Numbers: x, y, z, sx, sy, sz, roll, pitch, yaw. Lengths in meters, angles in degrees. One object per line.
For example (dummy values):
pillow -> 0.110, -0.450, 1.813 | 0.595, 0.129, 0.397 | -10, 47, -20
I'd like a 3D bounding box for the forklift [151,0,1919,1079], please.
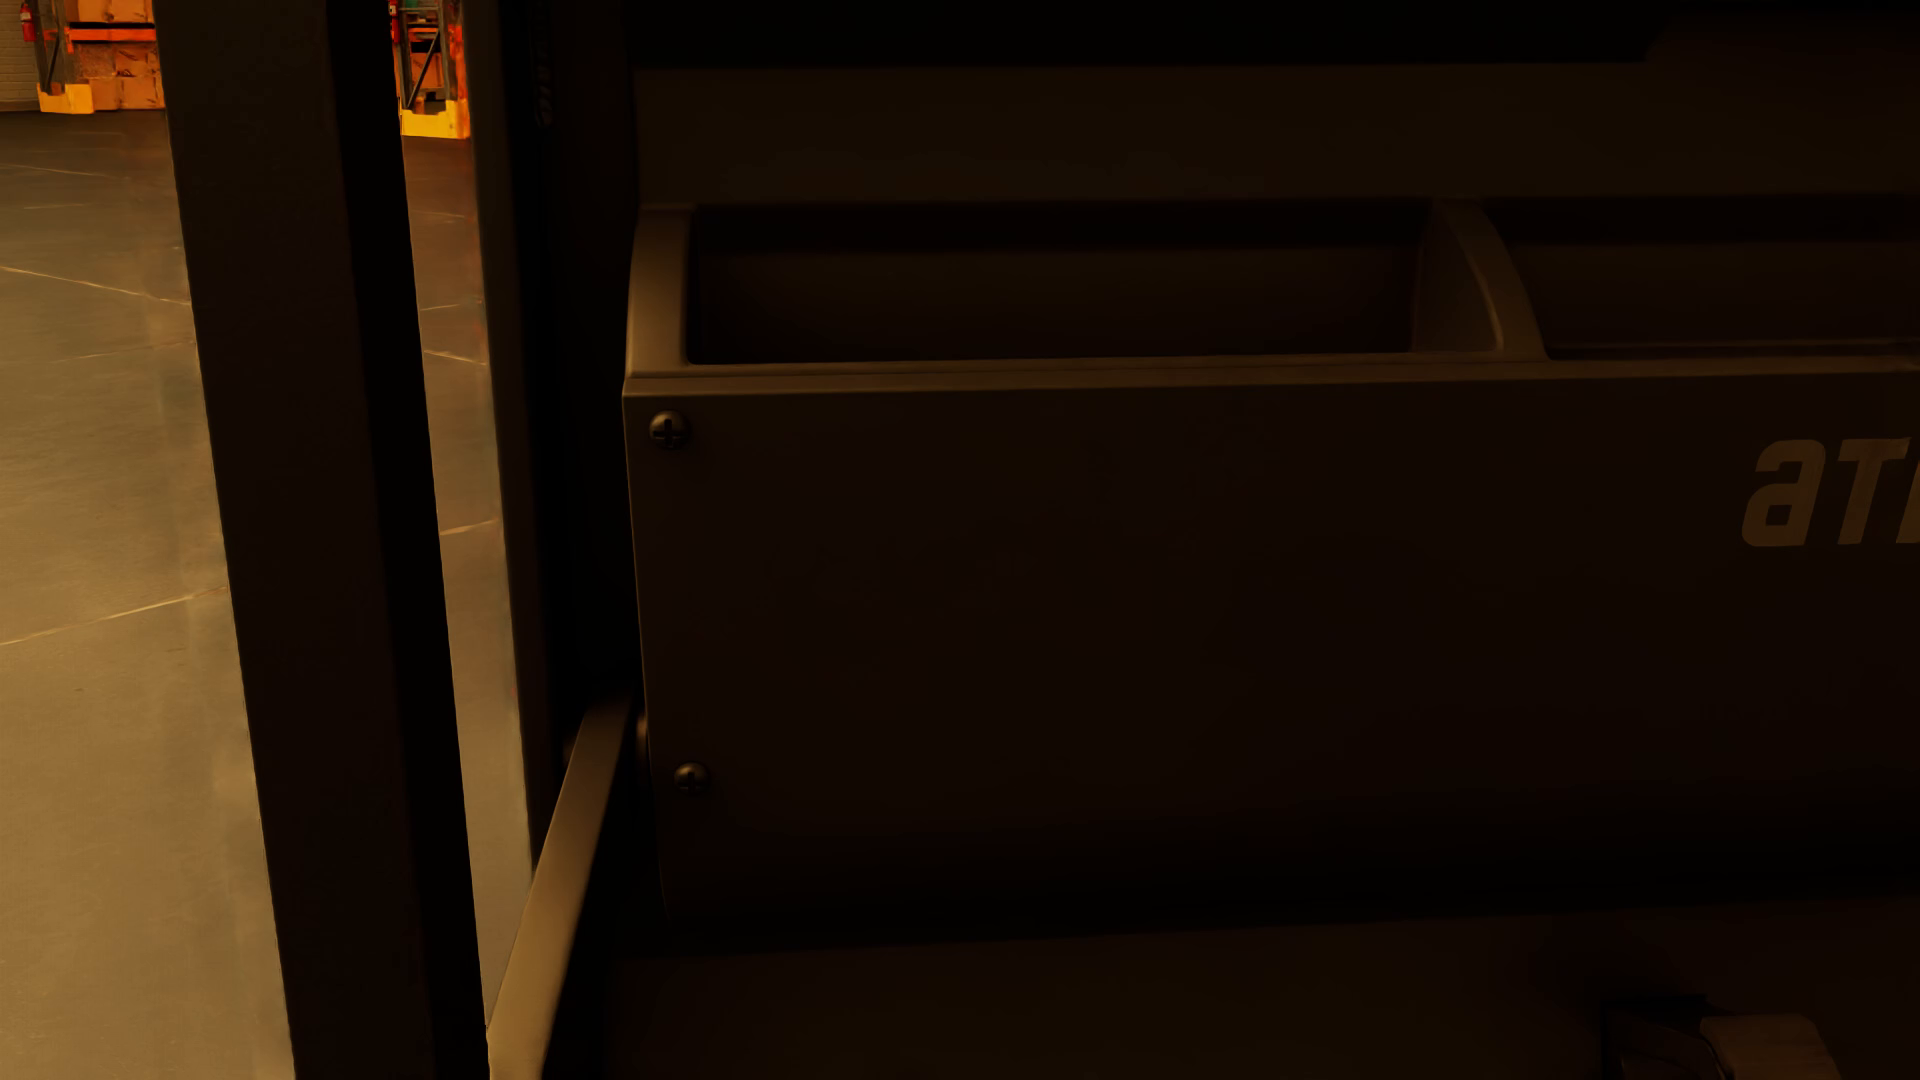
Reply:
forklift -> 0.315, -0.509, 0.573 | 1.130, 2.935, 3.031 | -2, 17, -5
